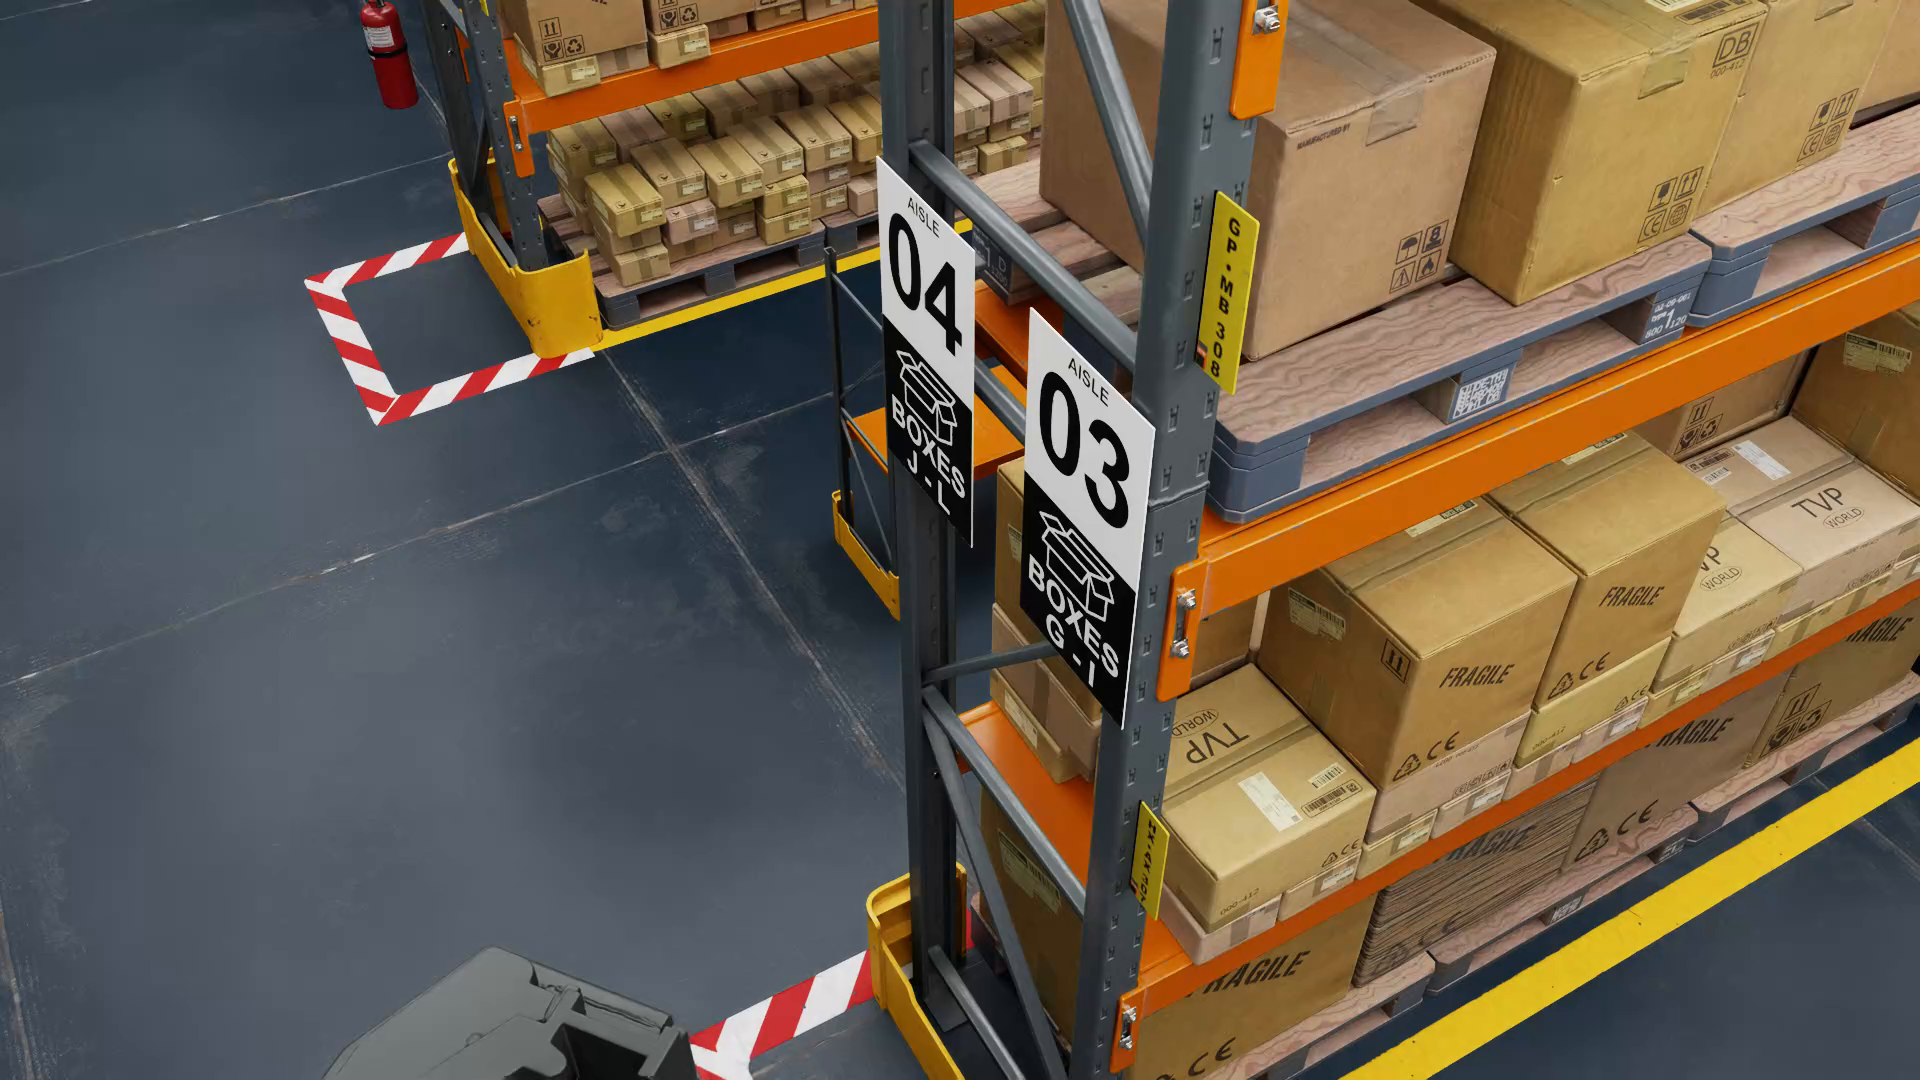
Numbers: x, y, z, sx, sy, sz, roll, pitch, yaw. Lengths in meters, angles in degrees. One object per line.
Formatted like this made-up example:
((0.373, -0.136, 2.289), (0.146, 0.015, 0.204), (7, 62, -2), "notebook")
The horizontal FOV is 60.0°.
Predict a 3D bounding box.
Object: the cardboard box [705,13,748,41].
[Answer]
((-1.182, -2.497, 7.779), (0.250, 0.149, 0.380), (-20, 47, -19), "cardboard box")

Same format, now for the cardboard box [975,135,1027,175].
((0.158, -2.140, 8.976), (0.250, 0.149, 0.380), (-22, 48, -21), "cardboard box")

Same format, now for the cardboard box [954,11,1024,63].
((0.146, -2.779, 9.207), (0.250, 0.149, 0.380), (-23, 49, -22), "cardboard box")

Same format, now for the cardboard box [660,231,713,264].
((-1.443, -1.582, 8.401), (0.250, 0.149, 0.380), (-22, 48, -21), "cardboard box")

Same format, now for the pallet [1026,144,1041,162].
((0.661, -2.458, 9.561), (1.213, 0.211, 1.003), (-22, 48, -21), "pallet")

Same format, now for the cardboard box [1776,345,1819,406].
((2.635, -0.827, 5.234), (0.500, 0.500, 0.500), (-22, 48, -21), "cardboard box")

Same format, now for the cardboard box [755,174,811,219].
((-0.950, -1.809, 8.422), (0.250, 0.149, 0.380), (-20, 48, -20), "cardboard box")

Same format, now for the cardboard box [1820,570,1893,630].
((2.615, 0.068, 5.136), (0.250, 0.149, 0.380), (-21, 48, -20), "cardboard box")

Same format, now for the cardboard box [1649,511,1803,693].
((2.026, 0.107, 4.809), (0.500, 0.250, 0.500), (-23, 49, -22), "cardboard box")

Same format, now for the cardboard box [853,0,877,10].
((-0.471, -2.722, 8.011), (0.250, 0.149, 0.380), (-20, 48, -20), "cardboard box")

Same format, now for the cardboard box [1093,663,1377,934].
((0.691, 0.648, 4.252), (0.500, 0.250, 0.500), (-23, 49, -22), "cardboard box")

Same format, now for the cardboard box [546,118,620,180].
((-1.910, -2.003, 8.408), (0.250, 0.149, 0.380), (-21, 48, -20), "cardboard box")

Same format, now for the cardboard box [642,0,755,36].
((-1.265, -2.658, 7.479), (0.500, 0.500, 0.500), (-22, 48, -21), "cardboard box")

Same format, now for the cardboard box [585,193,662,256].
((-1.661, -1.587, 8.192), (0.250, 0.149, 0.380), (-20, 48, -19), "cardboard box")

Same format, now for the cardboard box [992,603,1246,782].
((0.428, 0.323, 4.587), (0.500, 0.250, 0.500), (-23, 48, -22), "cardboard box")

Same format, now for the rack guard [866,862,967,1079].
((0.120, 1.610, 5.161), (0.348, 0.500, 1.175), (-22, 48, -21), "rack guard")

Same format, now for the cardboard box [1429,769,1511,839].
((1.282, 0.601, 4.587), (0.250, 0.149, 0.380), (-23, 48, -22), "cardboard box")

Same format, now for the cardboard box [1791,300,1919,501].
((2.907, -0.513, 4.910), (0.500, 0.500, 0.500), (-21, 48, -21), "cardboard box")

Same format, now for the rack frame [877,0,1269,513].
((0.140, -1.448, 2.210), (0.127, 3.000, 1.000), (-22, 48, -21), "rack frame")

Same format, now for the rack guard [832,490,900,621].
((-0.366, 0.057, 6.942), (0.087, 0.250, 0.587), (-22, 48, -21), "rack guard")

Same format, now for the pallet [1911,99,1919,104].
((2.894, -1.450, 4.430), (1.213, 0.211, 1.003), (-22, 48, -21), "pallet")

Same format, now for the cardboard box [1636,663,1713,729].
((1.946, 0.336, 4.859), (0.250, 0.149, 0.380), (-23, 49, -22), "cardboard box")

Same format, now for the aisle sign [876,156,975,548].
((-0.071, -0.384, 3.555), (0.004, 0.787, 0.394), (-22, 48, -21), "aisle sign")

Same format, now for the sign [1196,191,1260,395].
((0.412, -0.377, 2.575), (0.005, 0.325, 0.100), (-22, 48, -21), "sign")

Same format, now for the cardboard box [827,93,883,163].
((-0.488, -2.112, 8.520), (0.250, 0.149, 0.380), (-21, 48, -20), "cardboard box")

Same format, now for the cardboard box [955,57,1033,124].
((0.180, -2.378, 8.794), (0.250, 0.149, 0.380), (-24, 49, -23), "cardboard box")

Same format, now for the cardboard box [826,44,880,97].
((-0.544, -2.533, 8.954), (0.250, 0.149, 0.380), (-22, 48, -21), "cardboard box")

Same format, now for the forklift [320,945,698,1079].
((-0.219, 2.053, 2.959), (3.031, 2.935, 1.130), (16, 46, 16), "forklift")

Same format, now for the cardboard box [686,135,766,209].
((-1.158, -1.822, 8.221), (0.250, 0.149, 0.380), (-22, 48, -21), "cardboard box")

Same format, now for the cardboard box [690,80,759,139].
((-1.246, -2.274, 8.687), (0.250, 0.149, 0.380), (-24, 49, -22), "cardboard box")

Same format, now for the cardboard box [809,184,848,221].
((-0.781, -1.841, 8.668), (0.250, 0.149, 0.380), (-22, 48, -21), "cardboard box")

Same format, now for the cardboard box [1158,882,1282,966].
((0.613, 0.871, 4.309), (0.250, 0.149, 0.380), (-21, 48, -21), "cardboard box")

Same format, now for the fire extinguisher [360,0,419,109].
((-2.691, -2.355, 7.776), (0.183, 0.674, 0.296), (-22, 48, -21), "fire extinguisher")

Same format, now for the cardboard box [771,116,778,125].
((-1.035, -2.284, 8.911), (0.250, 0.149, 0.380), (-21, 48, -20), "cardboard box")

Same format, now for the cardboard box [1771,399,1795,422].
((2.637, -0.562, 5.499), (0.500, 0.250, 0.500), (-22, 48, -21), "cardboard box")

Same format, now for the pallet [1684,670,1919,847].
((2.910, 0.534, 6.478), (1.213, 0.211, 1.003), (-22, 48, -21), "pallet")

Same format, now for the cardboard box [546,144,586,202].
((-1.927, -1.915, 8.531), (0.250, 0.149, 0.380), (-23, 49, -22), "cardboard box")

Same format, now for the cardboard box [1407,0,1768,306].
((1.113, -0.929, 3.384), (0.500, 0.500, 0.700), (-24, 49, -22), "cardboard box")

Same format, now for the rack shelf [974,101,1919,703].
((1.875, -0.808, 4.220), (4.000, 0.370, 1.077), (-22, 48, -21), "rack shelf")

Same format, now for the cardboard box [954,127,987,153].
((-0.061, -2.233, 8.858), (0.250, 0.149, 0.380), (-24, 49, -23), "cardboard box")

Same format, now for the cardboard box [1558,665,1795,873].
((2.216, 0.422, 5.815), (0.875, 0.875, 0.875), (-22, 48, -21), "cardboard box")

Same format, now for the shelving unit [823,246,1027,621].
((0.066, -0.565, 6.684), (1.083, 1.500, 0.587), (-22, 48, -21), "shelving unit")

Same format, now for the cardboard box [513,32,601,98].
((-1.799, -2.150, 7.421), (0.250, 0.149, 0.380), (-22, 48, -21), "cardboard box")
